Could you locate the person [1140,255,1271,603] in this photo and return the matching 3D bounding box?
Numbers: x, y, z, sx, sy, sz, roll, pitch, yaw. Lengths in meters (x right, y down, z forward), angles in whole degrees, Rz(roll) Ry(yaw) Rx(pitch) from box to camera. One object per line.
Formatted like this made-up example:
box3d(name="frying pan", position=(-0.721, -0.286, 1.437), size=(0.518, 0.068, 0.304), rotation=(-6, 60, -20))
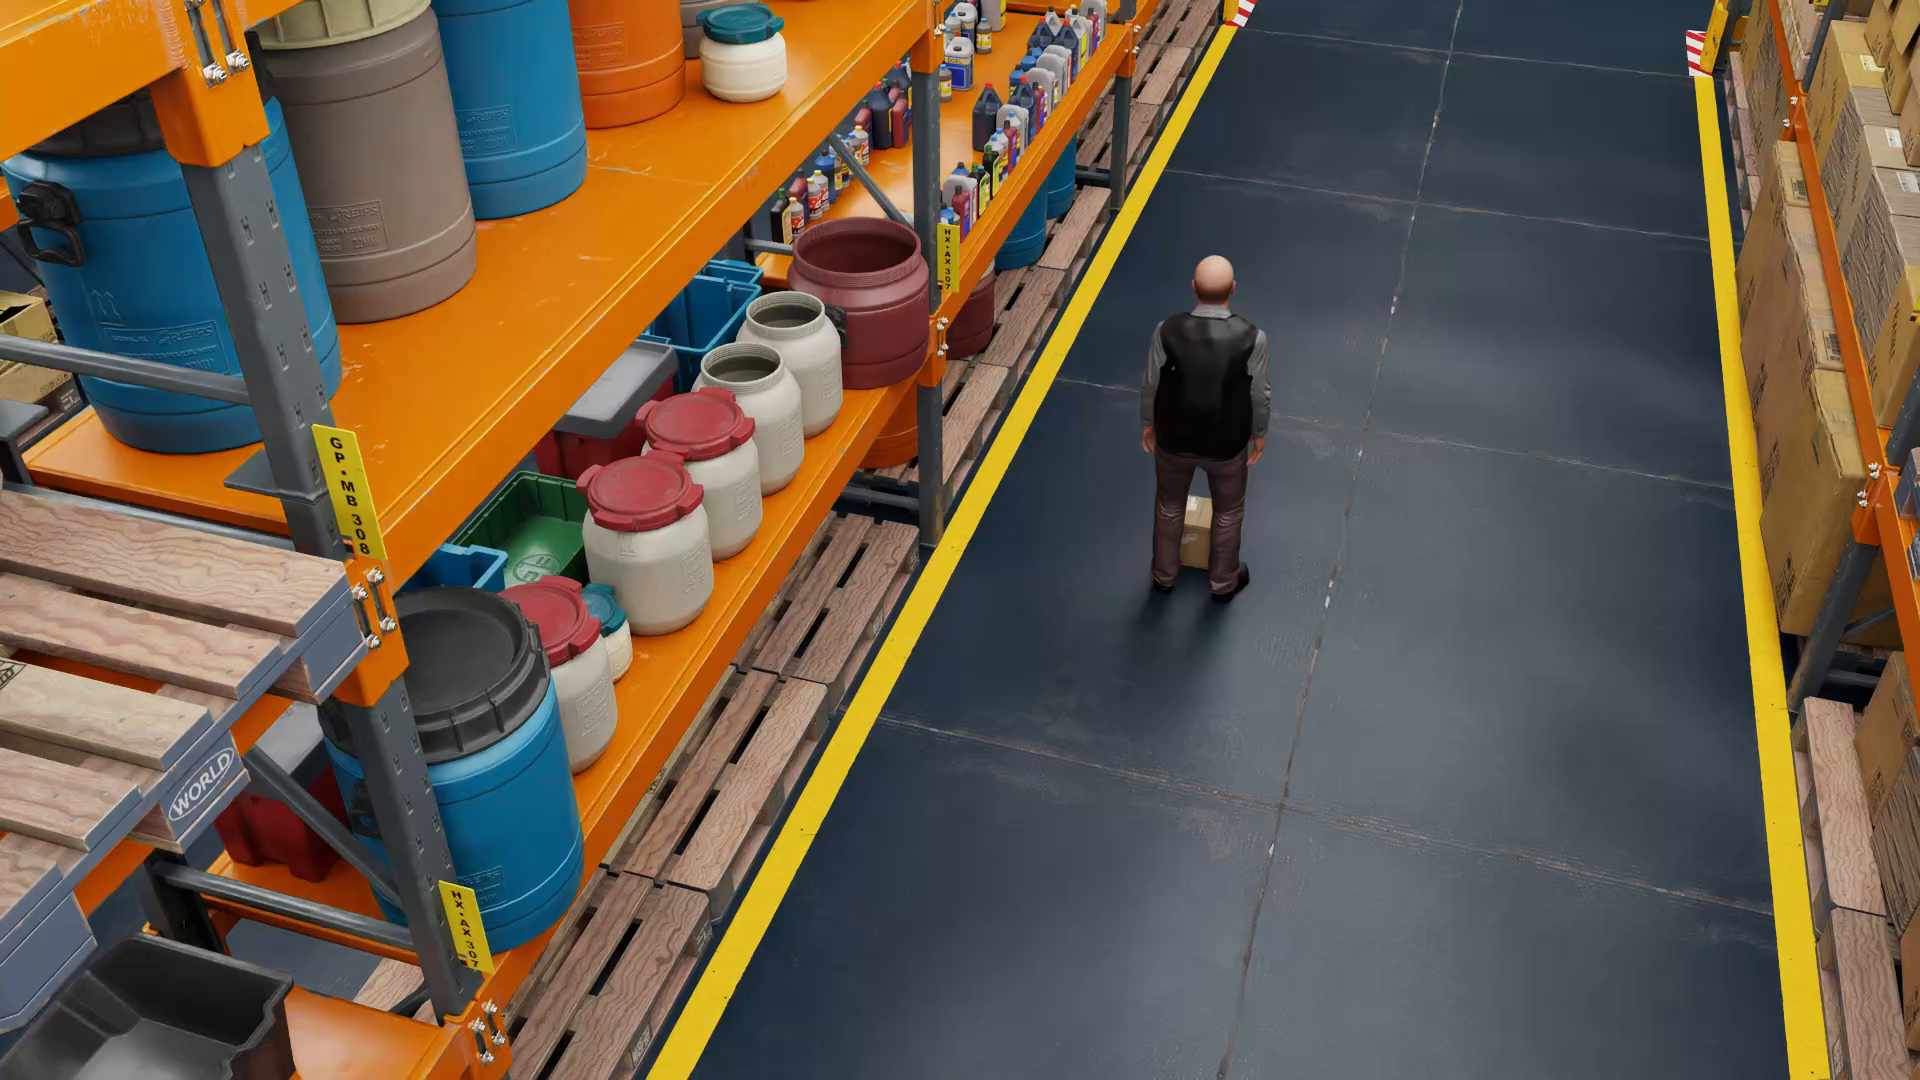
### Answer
box3d(name="person", position=(1.095, -0.465, 7.534), size=(0.584, 1.719, 0.427), rotation=(9, 38, 11))
